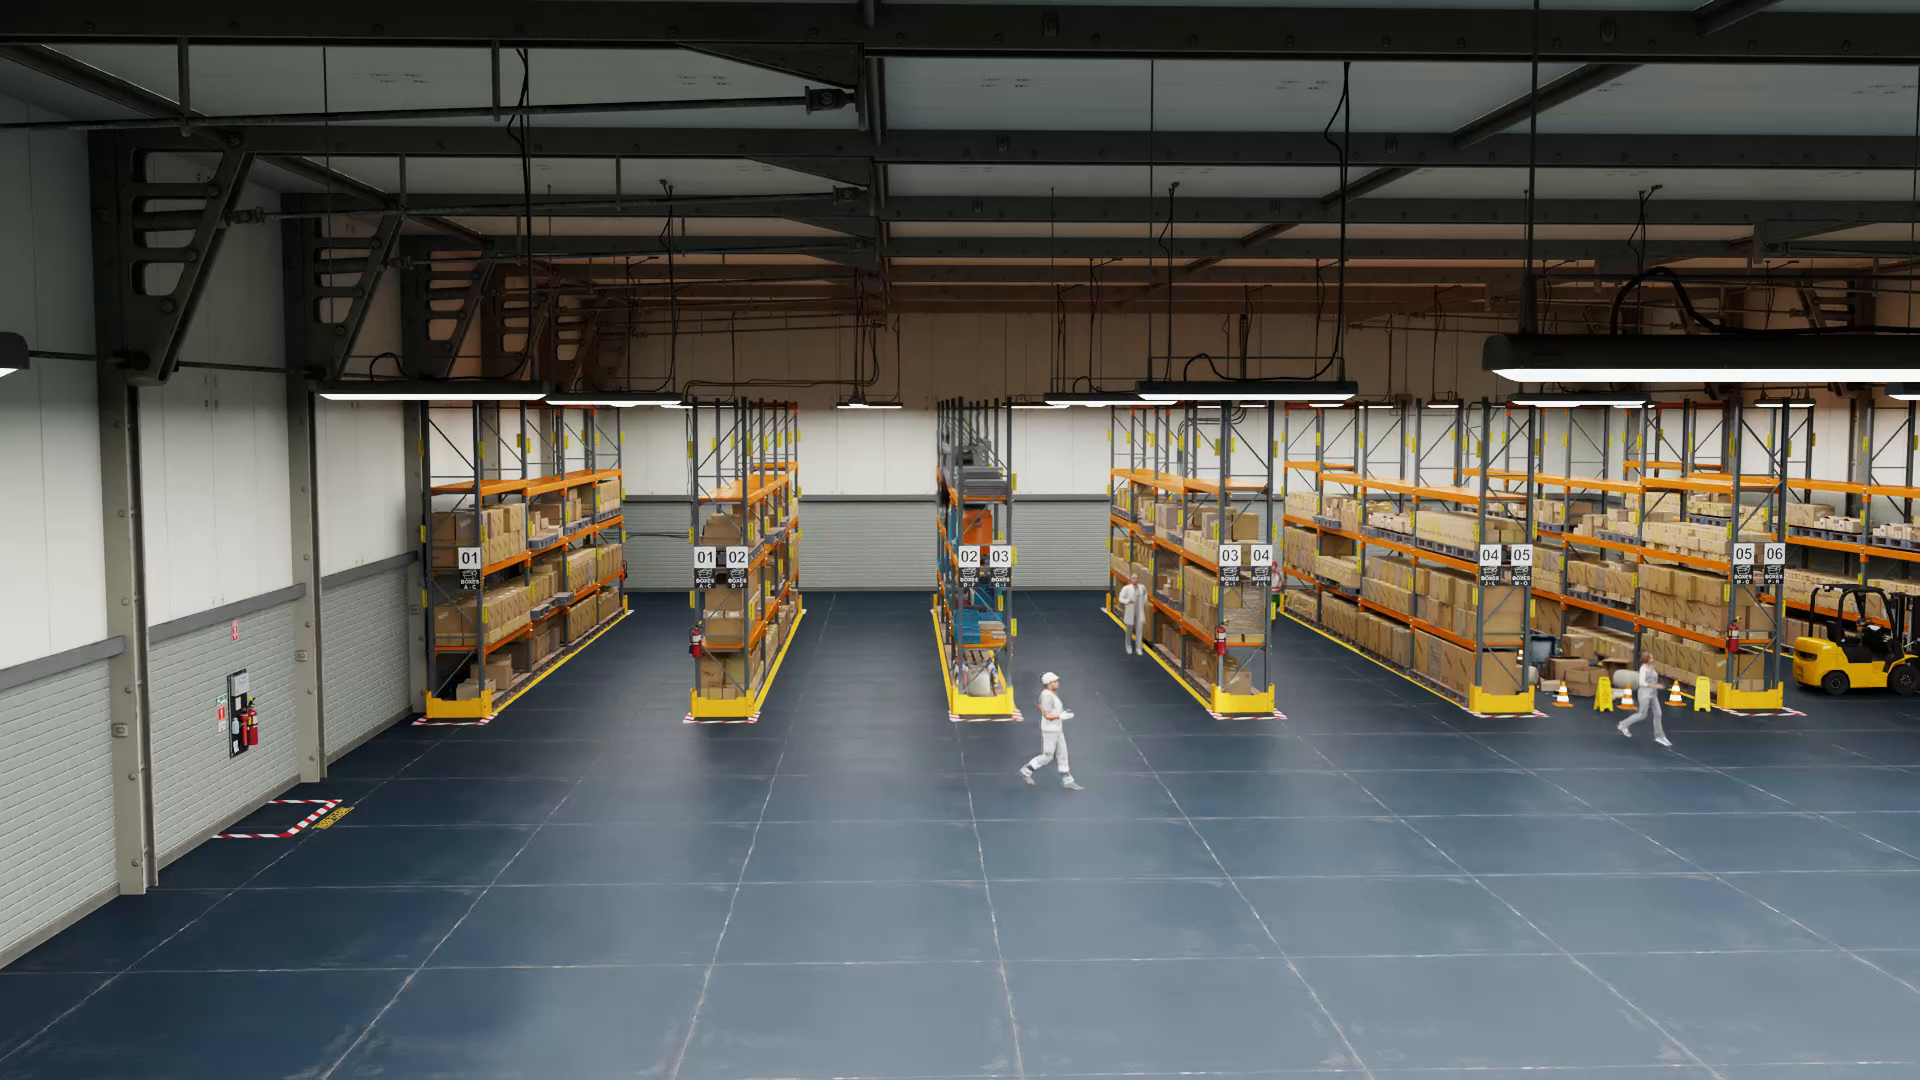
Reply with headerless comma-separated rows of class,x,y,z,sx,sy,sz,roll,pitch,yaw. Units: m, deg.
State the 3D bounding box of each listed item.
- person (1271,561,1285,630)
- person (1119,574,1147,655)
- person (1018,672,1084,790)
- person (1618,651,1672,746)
person,8.232,1.451,43.784,0.649,1.820,0.746,-1,4,-7
person,3.900,1.709,37.125,0.714,1.738,1.004,-1,4,-10
person,1.369,2.873,24.970,0.988,1.783,0.654,1,5,13
person,11.822,2.710,28.653,0.894,1.600,0.550,4,6,43
